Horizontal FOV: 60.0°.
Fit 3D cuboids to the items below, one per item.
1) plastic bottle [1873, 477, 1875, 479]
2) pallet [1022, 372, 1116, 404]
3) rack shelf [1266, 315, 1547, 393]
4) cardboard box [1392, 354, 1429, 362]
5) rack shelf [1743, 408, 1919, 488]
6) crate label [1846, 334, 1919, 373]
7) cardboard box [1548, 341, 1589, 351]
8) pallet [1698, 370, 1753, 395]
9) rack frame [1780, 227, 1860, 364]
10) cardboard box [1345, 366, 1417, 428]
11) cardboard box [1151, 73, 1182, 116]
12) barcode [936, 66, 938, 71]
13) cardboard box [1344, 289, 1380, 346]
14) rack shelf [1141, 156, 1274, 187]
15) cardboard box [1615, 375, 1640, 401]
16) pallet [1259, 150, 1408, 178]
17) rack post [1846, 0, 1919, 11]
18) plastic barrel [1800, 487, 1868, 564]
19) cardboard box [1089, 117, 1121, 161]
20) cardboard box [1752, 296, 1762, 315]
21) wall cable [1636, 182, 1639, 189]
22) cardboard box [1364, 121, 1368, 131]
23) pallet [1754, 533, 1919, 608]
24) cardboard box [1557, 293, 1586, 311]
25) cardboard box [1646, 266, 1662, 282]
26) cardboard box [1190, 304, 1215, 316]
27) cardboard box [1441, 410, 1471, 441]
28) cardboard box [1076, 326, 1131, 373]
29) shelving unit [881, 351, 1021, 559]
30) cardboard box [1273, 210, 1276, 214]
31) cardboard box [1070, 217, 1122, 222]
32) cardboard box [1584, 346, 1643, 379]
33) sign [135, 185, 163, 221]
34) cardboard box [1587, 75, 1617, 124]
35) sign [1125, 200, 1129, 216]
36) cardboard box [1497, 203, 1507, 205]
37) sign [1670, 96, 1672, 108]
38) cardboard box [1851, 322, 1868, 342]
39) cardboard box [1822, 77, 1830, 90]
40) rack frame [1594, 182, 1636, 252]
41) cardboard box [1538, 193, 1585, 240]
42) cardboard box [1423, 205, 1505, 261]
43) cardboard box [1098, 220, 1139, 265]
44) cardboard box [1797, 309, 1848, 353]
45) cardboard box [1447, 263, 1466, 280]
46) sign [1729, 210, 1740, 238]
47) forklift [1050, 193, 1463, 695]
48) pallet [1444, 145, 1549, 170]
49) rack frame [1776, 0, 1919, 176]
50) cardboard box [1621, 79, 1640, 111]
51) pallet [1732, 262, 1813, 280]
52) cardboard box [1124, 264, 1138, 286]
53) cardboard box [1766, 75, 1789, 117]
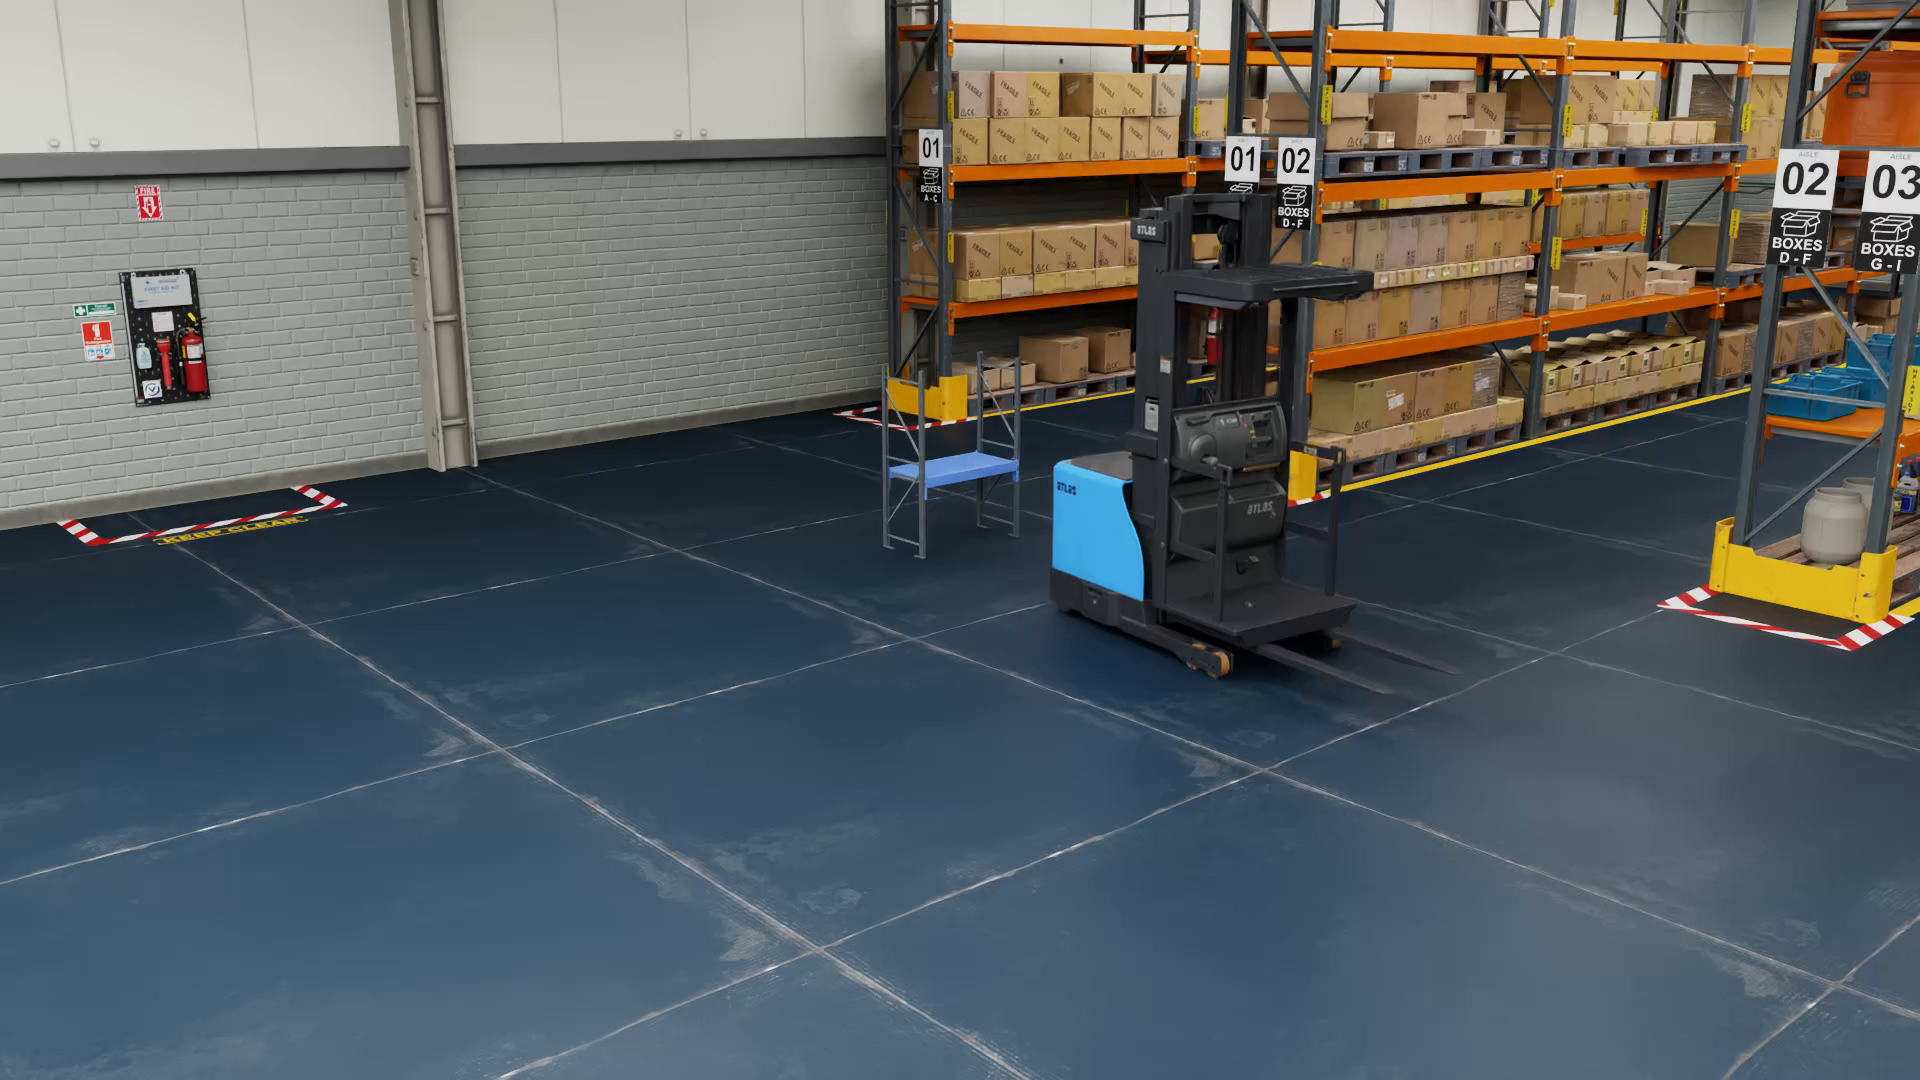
[{"bbox_3d":[7.575,-0.399,13.713,0.185,0.351,0.144,-12,19,-37],"label":"plastic bottle"},{"bbox_3d":[1.152,-1.911,20.495,1.213,0.211,1.003,-13,19,-39],"label":"pallet"},{"bbox_3d":[4.302,-1.937,16.581,4.000,0.370,1.077,-13,19,-39],"label":"rack shelf"},{"bbox_3d":[4.502,-1.673,17.261,0.500,0.500,0.500,-13,19,-39],"label":"cardboard box"},{"bbox_3d":[7.551,-0.972,12.969,4.000,0.370,1.077,-13,19,-39],"label":"rack shelf"},{"bbox_3d":[7.253,-1.362,12.967,0.616,0.435,0.502,-13,19,-39],"label":"crate label"},{"bbox_3d":[7.076,-2.151,19.416,0.500,0.311,0.500,-13,20,-40],"label":"cardboard box"},{"bbox_3d":[9.417,-2.072,21.099,1.213,0.211,1.003,-13,19,-39],"label":"pallet"},{"bbox_3d":[11.846,-3.978,22.831,0.127,3.000,1.000,-13,19,-39],"label":"rack frame"},{"bbox_3d":[4.089,-1.402,16.247,0.500,0.500,0.500,-13,19,-39],"label":"cardboard box"},{"bbox_3d":[2.357,-5.439,20.318,0.500,0.500,0.500,14,20,42],"label":"cardboard box"},{"bbox_3d":[-0.254,-5.397,19.036,0.075,0.075,0.001,-13,19,-39],"label":"barcode"},{"bbox_3d":[3.547,-2.160,15.830,0.500,0.500,0.700,-12,19,-38],"label":"cardboard box"},{"bbox_3d":[4.065,-5.027,22.339,4.000,0.370,1.077,-13,19,-39],"label":"rack shelf"},{"bbox_3d":[7.438,-1.778,19.108,0.500,0.250,0.500,-12,19,-38],"label":"cardboard box"},{"bbox_3d":[3.344,-3.466,15.274,1.213,0.211,1.003,-13,19,-39],"label":"pallet"},{"bbox_3d":[6.696,-3.740,11.285,0.954,0.300,0.937,-10,18,-33],"label":"rack post"},{"bbox_3d":[6.489,-0.108,12.347,0.421,0.512,0.421,0,15,0],"label":"plastic barrel"},{"bbox_3d":[1.555,-4.776,19.771,0.500,0.500,0.500,-14,20,-41],"label":"cardboard box"},{"bbox_3d":[10.567,-3.141,22.236,0.500,0.250,0.500,-13,19,-39],"label":"cardboard box"},{"bbox_3d":[11.954,-6.511,30.346,1.851,1.984,0.084,-13,19,-39],"label":"wall cable"},{"bbox_3d":[3.489,-3.839,15.703,0.500,0.250,0.500,-13,19,-39],"label":"cardboard box"},{"bbox_3d":[6.685,0.208,12.561,1.213,0.211,1.003,-13,19,-39],"label":"pallet"},{"bbox_3d":[6.614,-2.612,18.202,0.250,0.149,0.380,-13,19,-39],"label":"cardboard box"},{"bbox_3d":[8.027,-3.144,19.879,0.500,0.311,0.500,-13,20,-40],"label":"cardboard box"},{"bbox_3d":[3.431,-3.157,22.295,0.500,0.250,0.500,-13,20,-41],"label":"cardboard box"},{"bbox_3d":[4.854,-1.206,16.966,0.500,0.250,0.500,-13,19,-39],"label":"cardboard box"},{"bbox_3d":[1.800,-2.408,20.943,0.500,0.500,0.500,14,21,43],"label":"cardboard box"},{"bbox_3d":[-0.064,-0.710,13.502,1.048,1.500,0.538,-13,19,-39],"label":"shelving unit"},{"bbox_3d":[4.301,-4.228,22.720,0.500,0.500,0.700,-13,19,-39],"label":"cardboard box"},{"bbox_3d":[1.672,-3.760,20.814,0.500,0.500,0.500,-13,20,-40],"label":"cardboard box"},{"bbox_3d":[7.445,-2.050,19.042,0.500,0.311,0.500,-12,19,-38],"label":"cardboard box"},{"bbox_3d":[-6.988,-2.906,14.326,0.199,0.298,0.001,-13,19,-39],"label":"sign"},{"bbox_3d":[6.717,-4.763,17.979,0.500,0.500,0.500,-10,18,-34],"label":"cardboard box"},{"bbox_3d":[2.190,-4.253,21.618,0.005,0.325,0.100,-13,19,-39],"label":"sign"},{"bbox_3d":[8.030,-4.928,25.577,0.500,0.500,0.500,-12,19,-39],"label":"cardboard box"},{"bbox_3d":[11.955,-7.350,28.080,0.005,0.325,0.100,-13,19,-39],"label":"sign"},{"bbox_3d":[12.305,-2.921,23.229,0.500,0.311,0.500,-13,19,-39],"label":"cardboard box"},{"bbox_3d":[12.188,-6.048,22.638,0.500,0.500,0.700,-13,19,-39],"label":"cardboard box"},{"bbox_3d":[11.609,-5.619,28.975,0.127,3.000,1.000,-13,19,-39],"label":"rack frame"},{"bbox_3d":[9.566,-5.298,27.191,0.700,0.700,0.980,-13,20,-41],"label":"cardboard box"},{"bbox_3d":[5.100,-3.136,16.969,0.500,0.500,0.700,-13,20,-39],"label":"cardboard box"},{"bbox_3d":[2.030,-3.660,20.439,0.500,0.500,0.500,-13,20,-40],"label":"cardboard box"},{"bbox_3d":[11.662,-2.844,22.574,0.500,0.500,0.500,-13,20,-40],"label":"cardboard box"},{"bbox_3d":[4.788,-2.682,16.527,0.250,0.149,0.380,-12,19,-38],"label":"cardboard box"},{"bbox_3d":[9.196,-3.752,19.742,0.005,0.325,0.100,-13,19,-39],"label":"sign"},{"bbox_3d":[1.882,-0.686,10.639,1.130,2.935,3.031,-10,18,-33],"label":"forklift"},{"bbox_3d":[5.185,-3.880,16.821,1.213,0.211,1.003,-13,19,-39],"label":"pallet"},{"bbox_3d":[6.042,-3.879,10.833,0.127,3.000,1.000,-13,19,-39],"label":"rack frame"},{"bbox_3d":[10.851,-7.350,27.471,0.500,0.500,0.500,-12,19,-38],"label":"cardboard box"},{"bbox_3d":[10.293,-3.538,21.555,1.213,0.211,1.003,-13,19,-39],"label":"pallet"},{"bbox_3d":[2.017,-3.302,20.550,0.500,0.250,0.500,-13,19,-39],"label":"cardboard box"},{"bbox_3d":[9.931,-5.527,20.684,0.500,0.500,0.500,-13,19,-39],"label":"cardboard box"}]
